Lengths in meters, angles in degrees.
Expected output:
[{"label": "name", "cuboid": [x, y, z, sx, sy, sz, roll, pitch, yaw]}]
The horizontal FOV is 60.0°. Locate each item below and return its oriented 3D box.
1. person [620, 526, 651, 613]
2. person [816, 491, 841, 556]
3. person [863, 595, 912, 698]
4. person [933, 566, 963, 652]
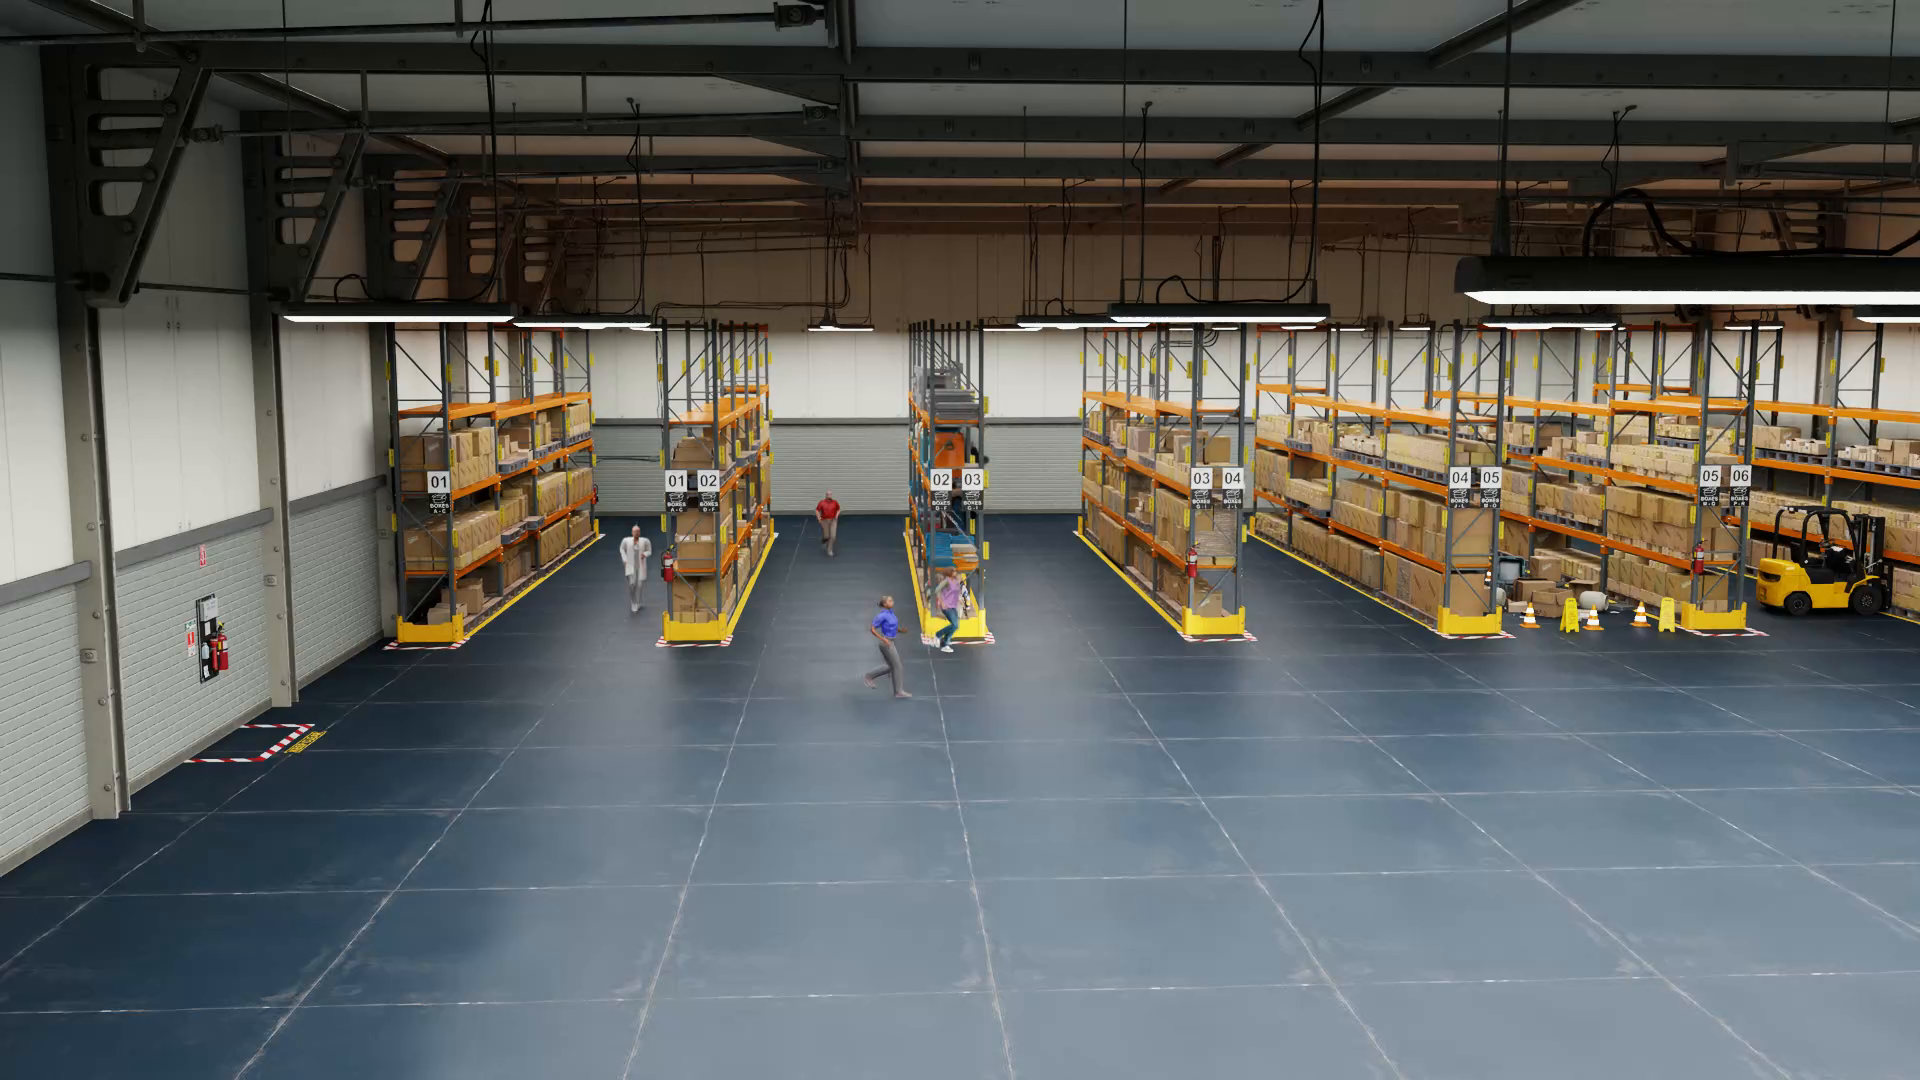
[{"label": "person", "cuboid": [-6.720, 0.600, 34.547, 0.613, 1.814, 0.909, -2, 7, -18]}, {"label": "person", "cuboid": [-3.417, -0.447, 43.327, 0.663, 1.685, 0.603, -2, 7, -16]}, {"label": "person", "cuboid": [-1.165, 1.670, 26.302, 0.850, 1.624, 0.588, 2, 7, 17]}, {"label": "person", "cuboid": [-0.166, 1.245, 30.160, 0.449, 1.541, 0.592, 3, 8, 25]}]
